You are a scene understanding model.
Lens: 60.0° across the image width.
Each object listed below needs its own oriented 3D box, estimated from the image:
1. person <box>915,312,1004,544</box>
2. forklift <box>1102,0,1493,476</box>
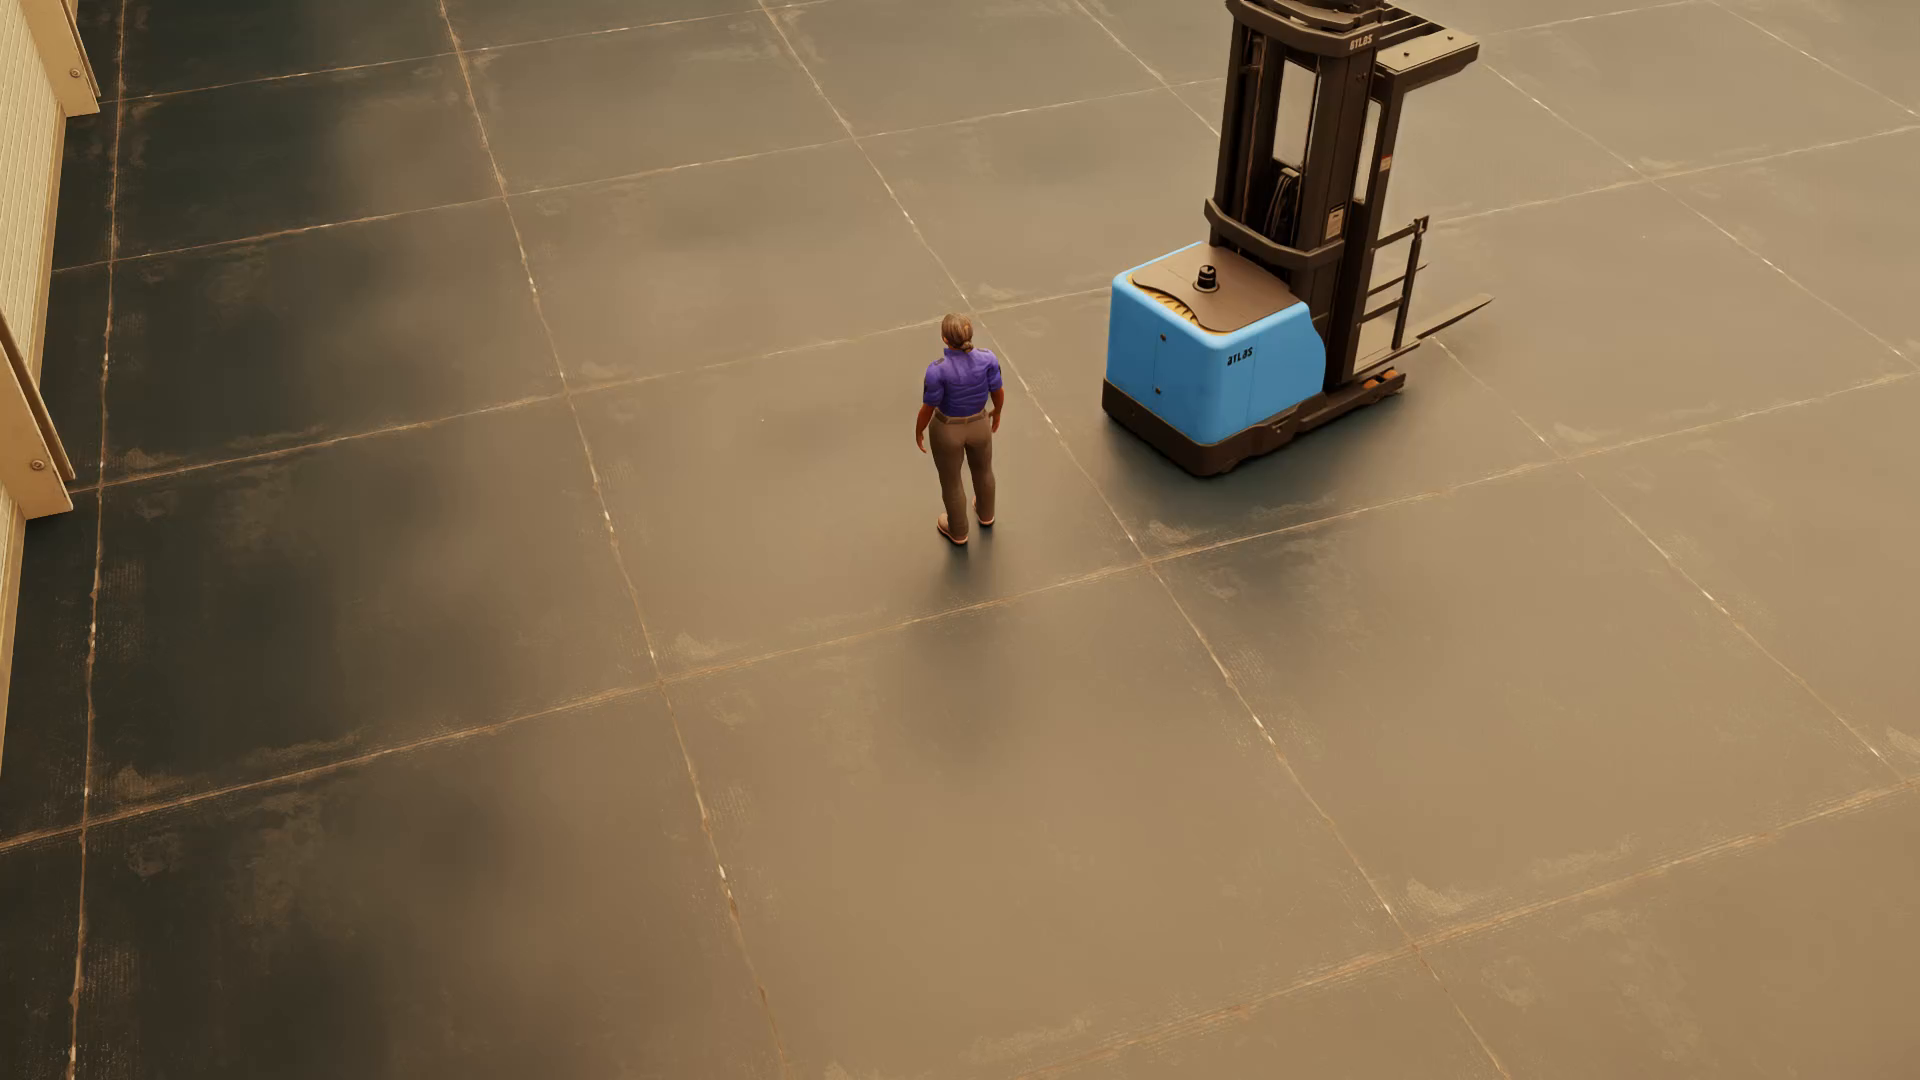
[{"bbox_3d":[-0.011,-0.697,9.807,0.569,1.656,0.503,-13,42,-15],"label":"person"},{"bbox_3d":[2.444,-2.300,10.736,3.031,2.935,1.130,-25,46,-27],"label":"forklift"}]
